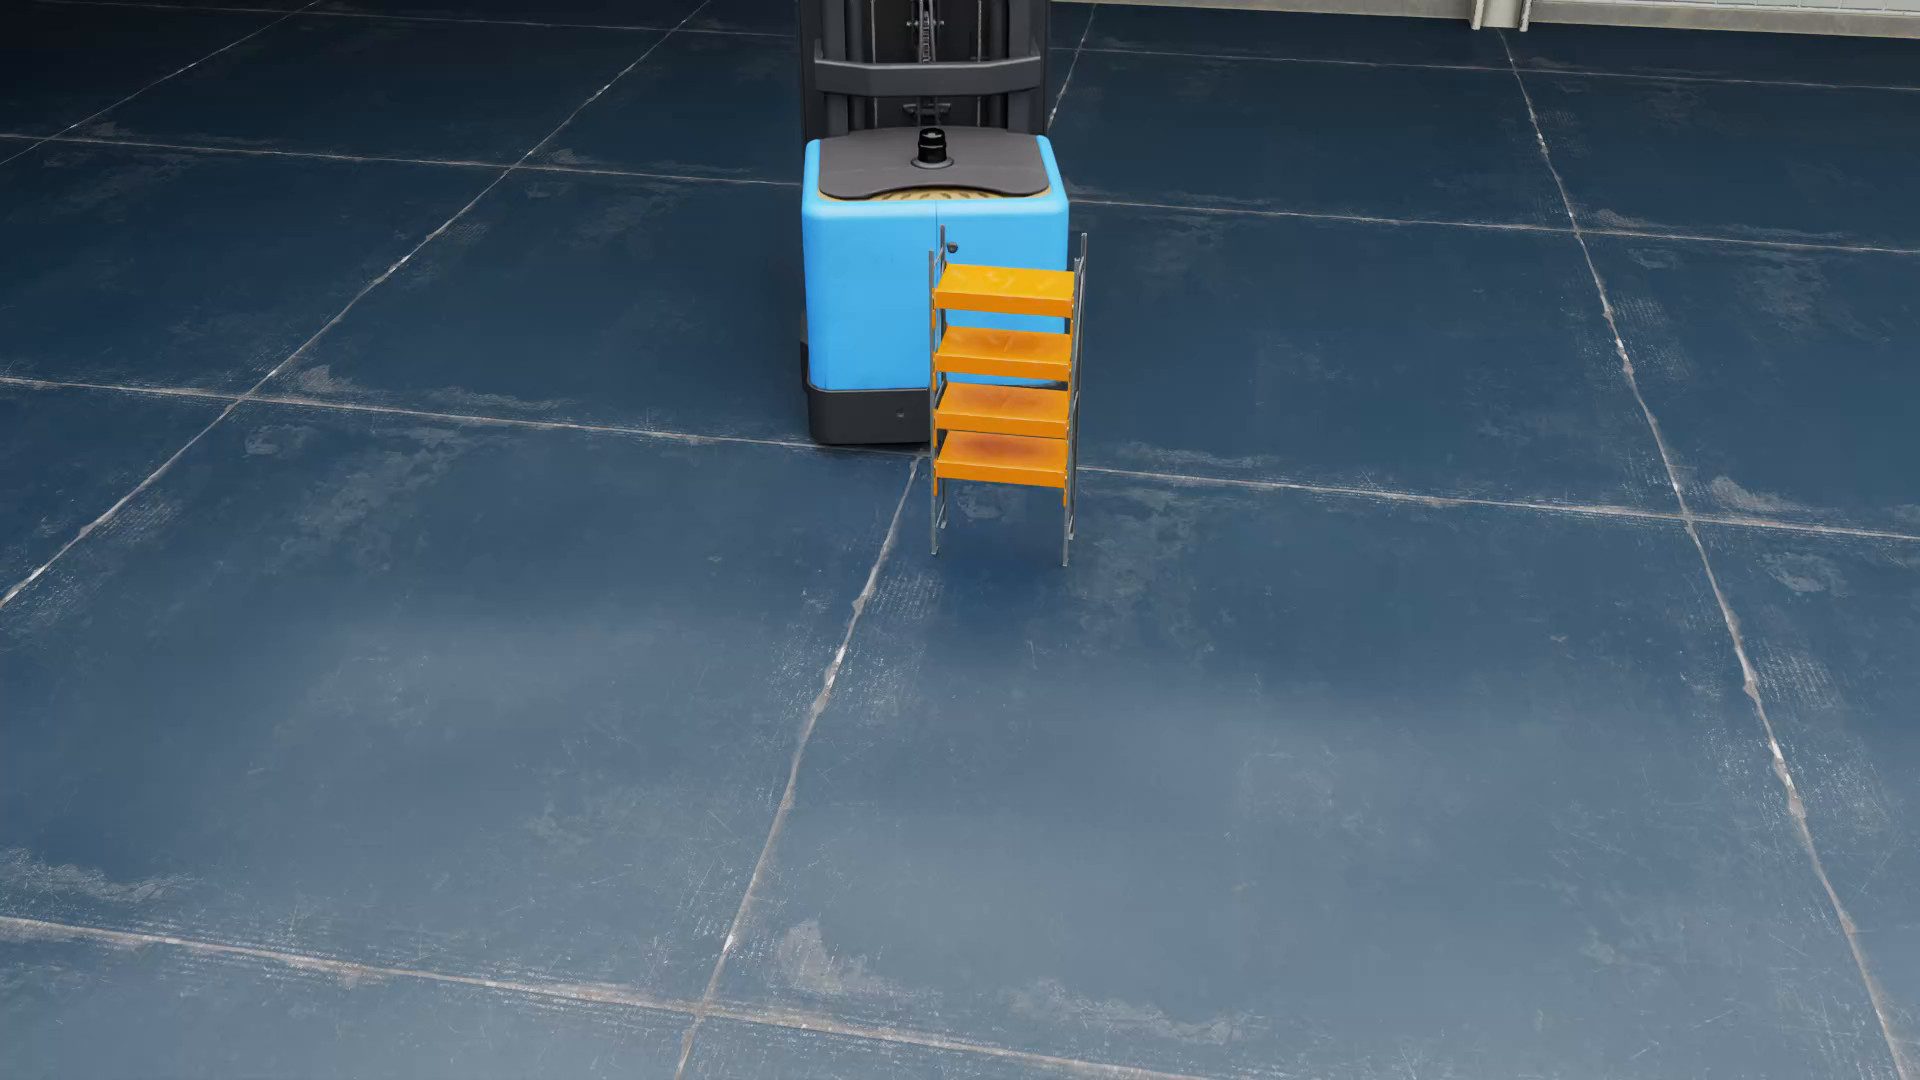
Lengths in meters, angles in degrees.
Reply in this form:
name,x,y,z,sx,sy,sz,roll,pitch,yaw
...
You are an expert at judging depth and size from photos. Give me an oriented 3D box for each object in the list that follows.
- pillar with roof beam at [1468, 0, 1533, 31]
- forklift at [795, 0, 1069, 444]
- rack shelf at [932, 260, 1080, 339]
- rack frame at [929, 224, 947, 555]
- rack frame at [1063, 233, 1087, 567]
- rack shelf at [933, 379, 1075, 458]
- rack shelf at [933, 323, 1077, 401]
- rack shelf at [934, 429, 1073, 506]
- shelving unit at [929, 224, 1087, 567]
name,x,y,z,sx,sy,sz,roll,pitch,yaw
pillar with roof beam,3.277,-5.400,6.396,0.400,9.000,9.100,5,32,8
forklift,-0.171,-2.383,7.294,1.130,2.935,3.031,-2,32,-3
rack shelf,0.163,-0.827,5.700,0.480,0.148,0.258,5,32,8
rack frame,-0.077,-0.516,5.943,0.015,1.200,0.240,5,32,8
rack frame,0.404,-0.472,5.873,0.015,1.200,0.240,5,32,8
rack shelf,0.163,-0.437,5.944,0.480,0.148,0.258,5,32,8
rack shelf,0.163,-0.626,5.825,0.480,0.148,0.258,5,32,8
rack shelf,0.163,-0.268,6.049,0.480,0.148,0.258,5,32,8
shelving unit,0.163,-0.494,5.908,0.503,1.200,0.258,5,32,8
